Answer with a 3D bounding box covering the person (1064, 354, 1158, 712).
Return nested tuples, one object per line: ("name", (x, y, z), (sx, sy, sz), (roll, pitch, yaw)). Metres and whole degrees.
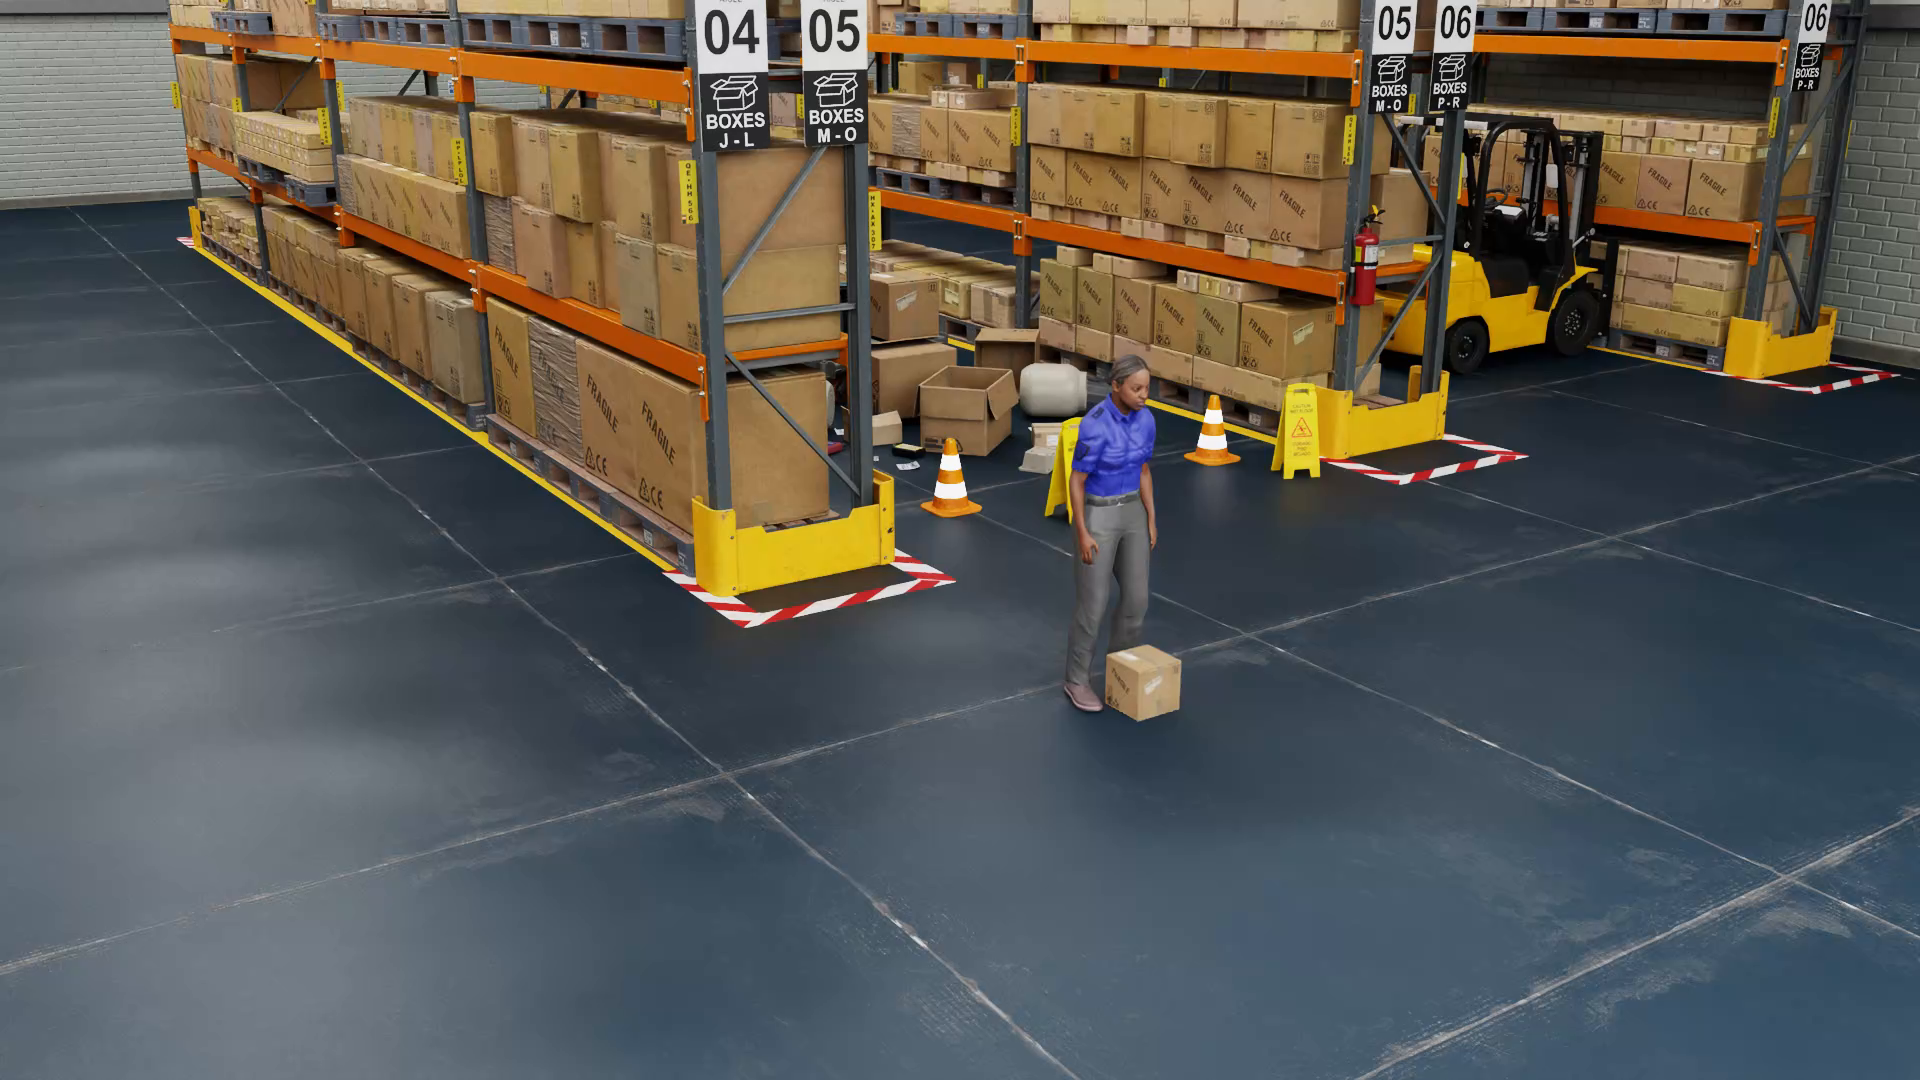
("person", (0.712, -0.057, 7.737), (0.506, 1.655, 0.347), (-12, 22, -33))
